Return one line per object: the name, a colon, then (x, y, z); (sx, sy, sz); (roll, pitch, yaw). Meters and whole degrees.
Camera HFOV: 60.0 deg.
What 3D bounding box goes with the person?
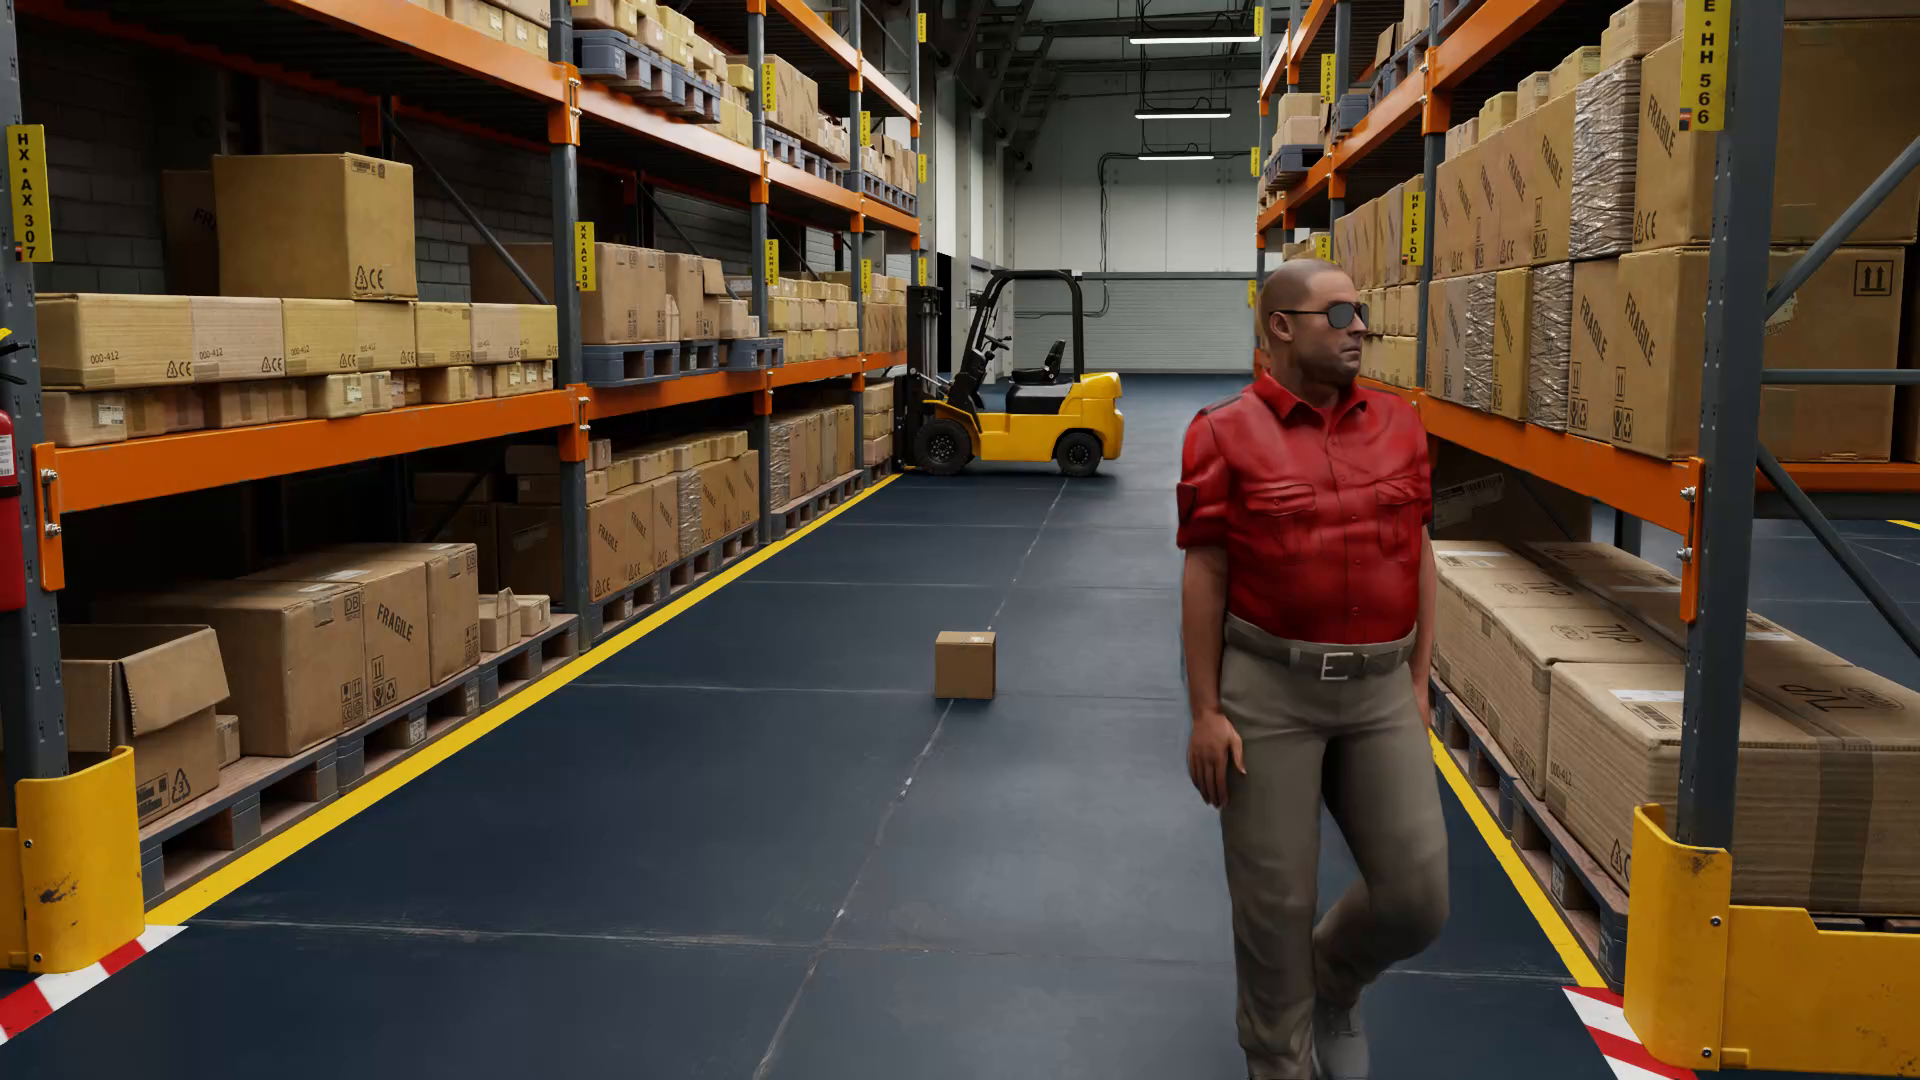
person: (0.696, -0.017, 3.202); (0.547, 1.039, 0.341); (-1, 8, -10)
